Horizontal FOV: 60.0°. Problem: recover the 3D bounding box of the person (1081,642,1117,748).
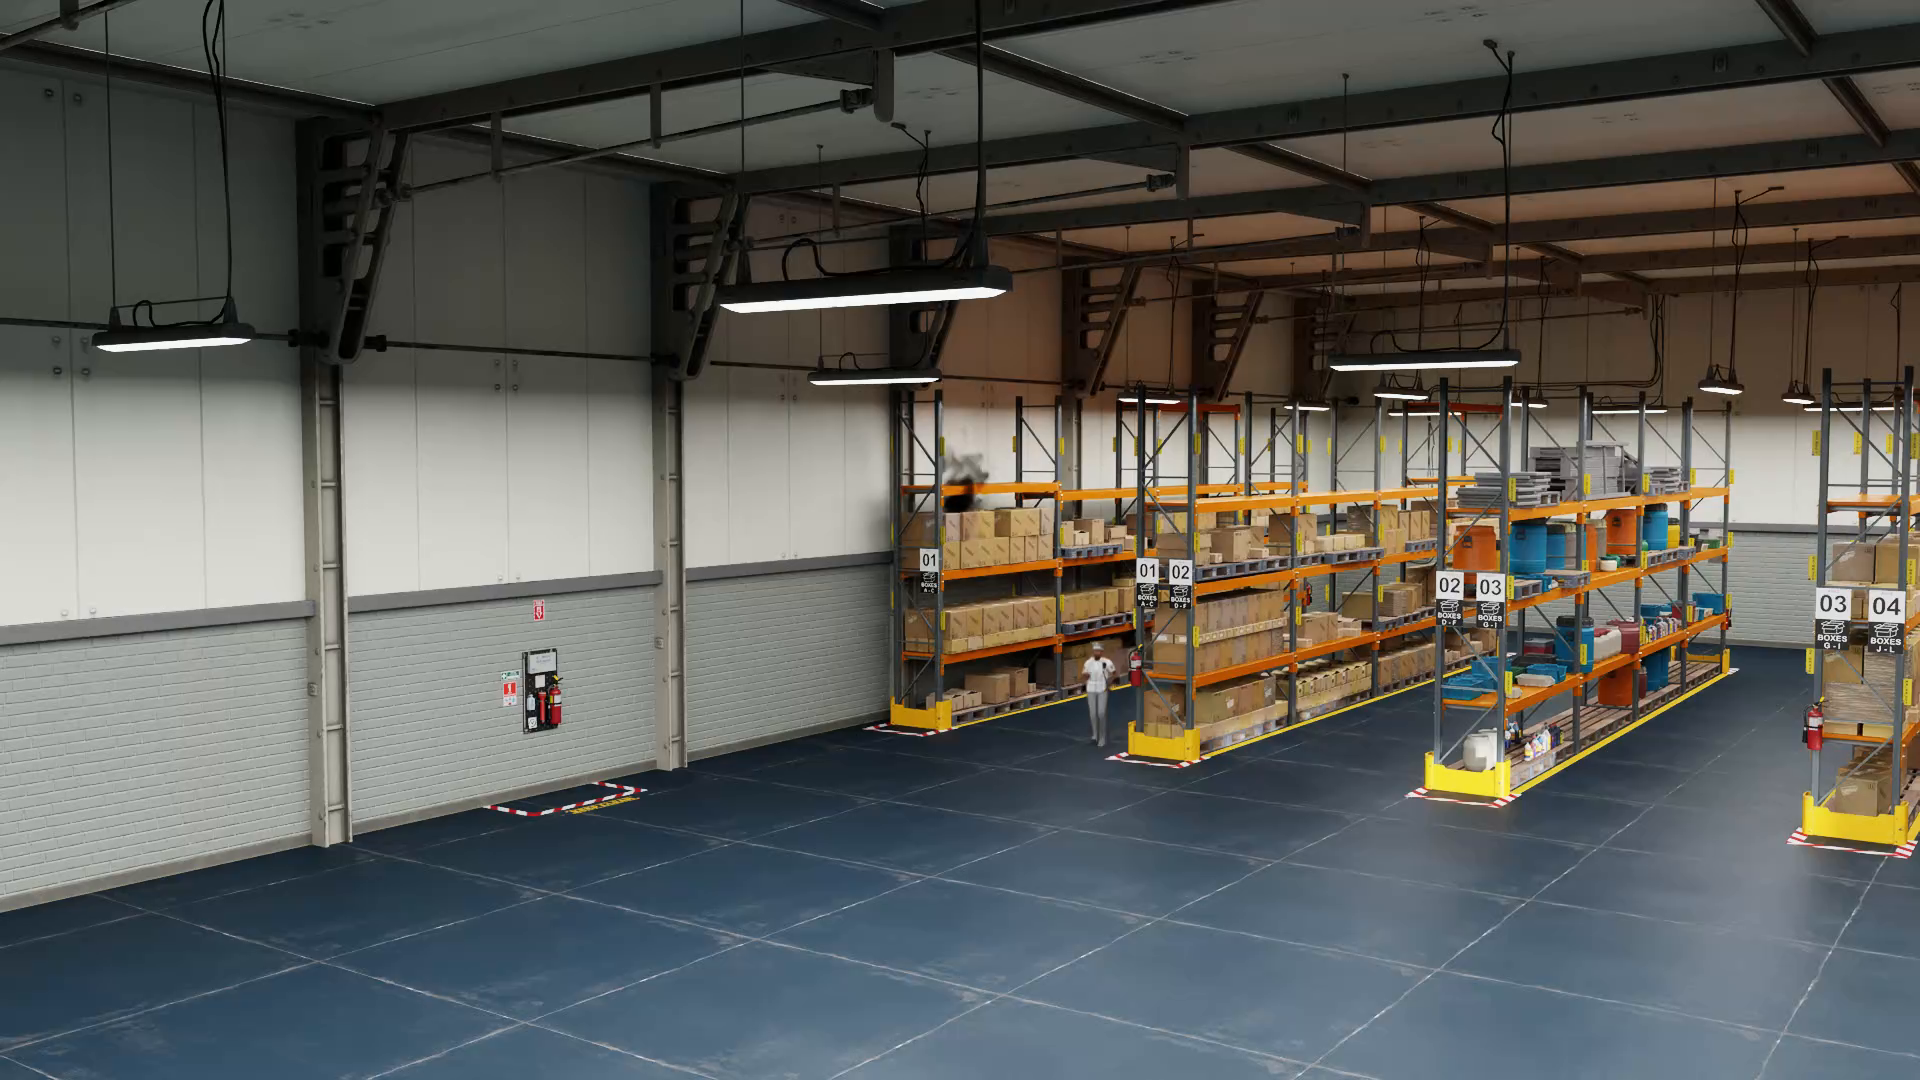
[{"bbox_3d":[2.305,2.591,27.928,0.569,1.771,0.671,1,3,19],"label":"person"}]
